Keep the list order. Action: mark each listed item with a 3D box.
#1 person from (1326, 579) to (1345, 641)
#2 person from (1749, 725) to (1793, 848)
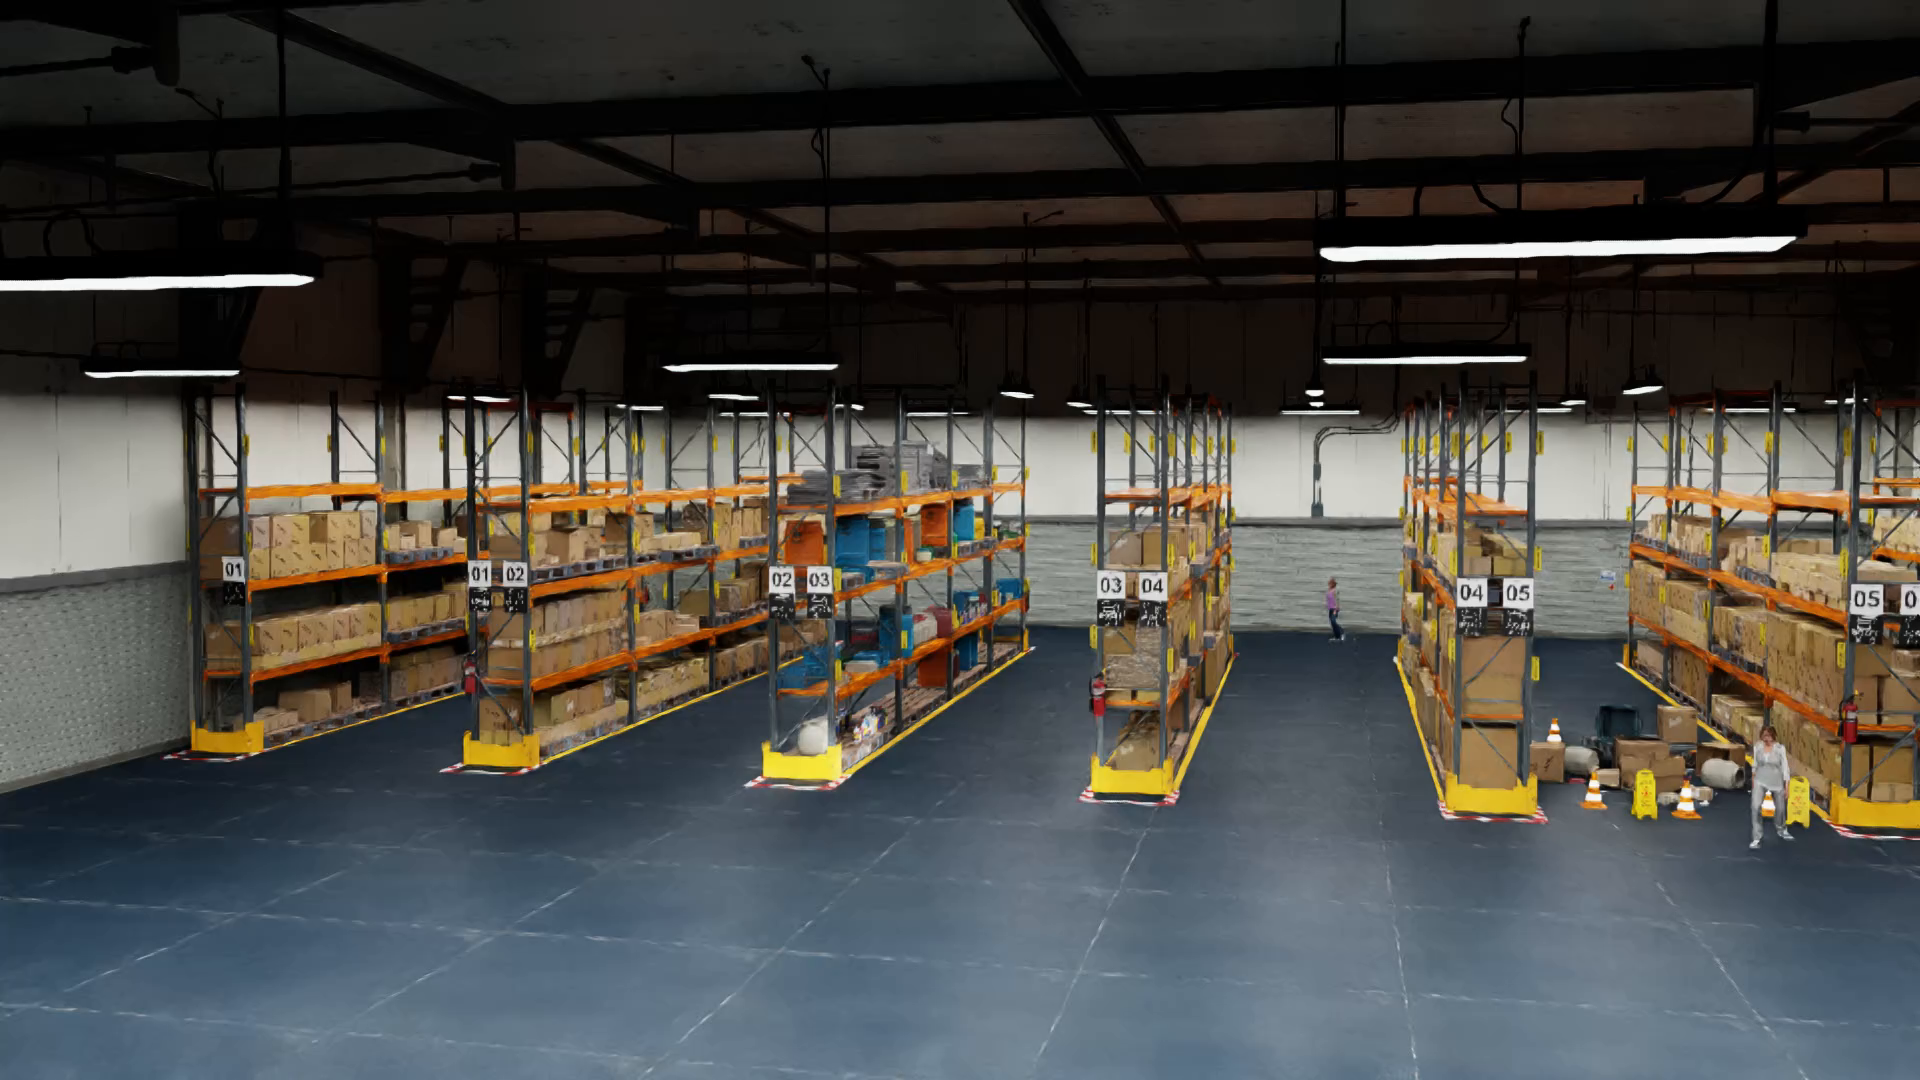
[{"bbox_3d":[9.555,1.782,42.267,0.423,1.590,0.560,-1,3,-16],"label":"person"},{"bbox_3d":[10.102,3.041,20.723,0.451,1.531,0.860,2,4,34],"label":"person"}]
